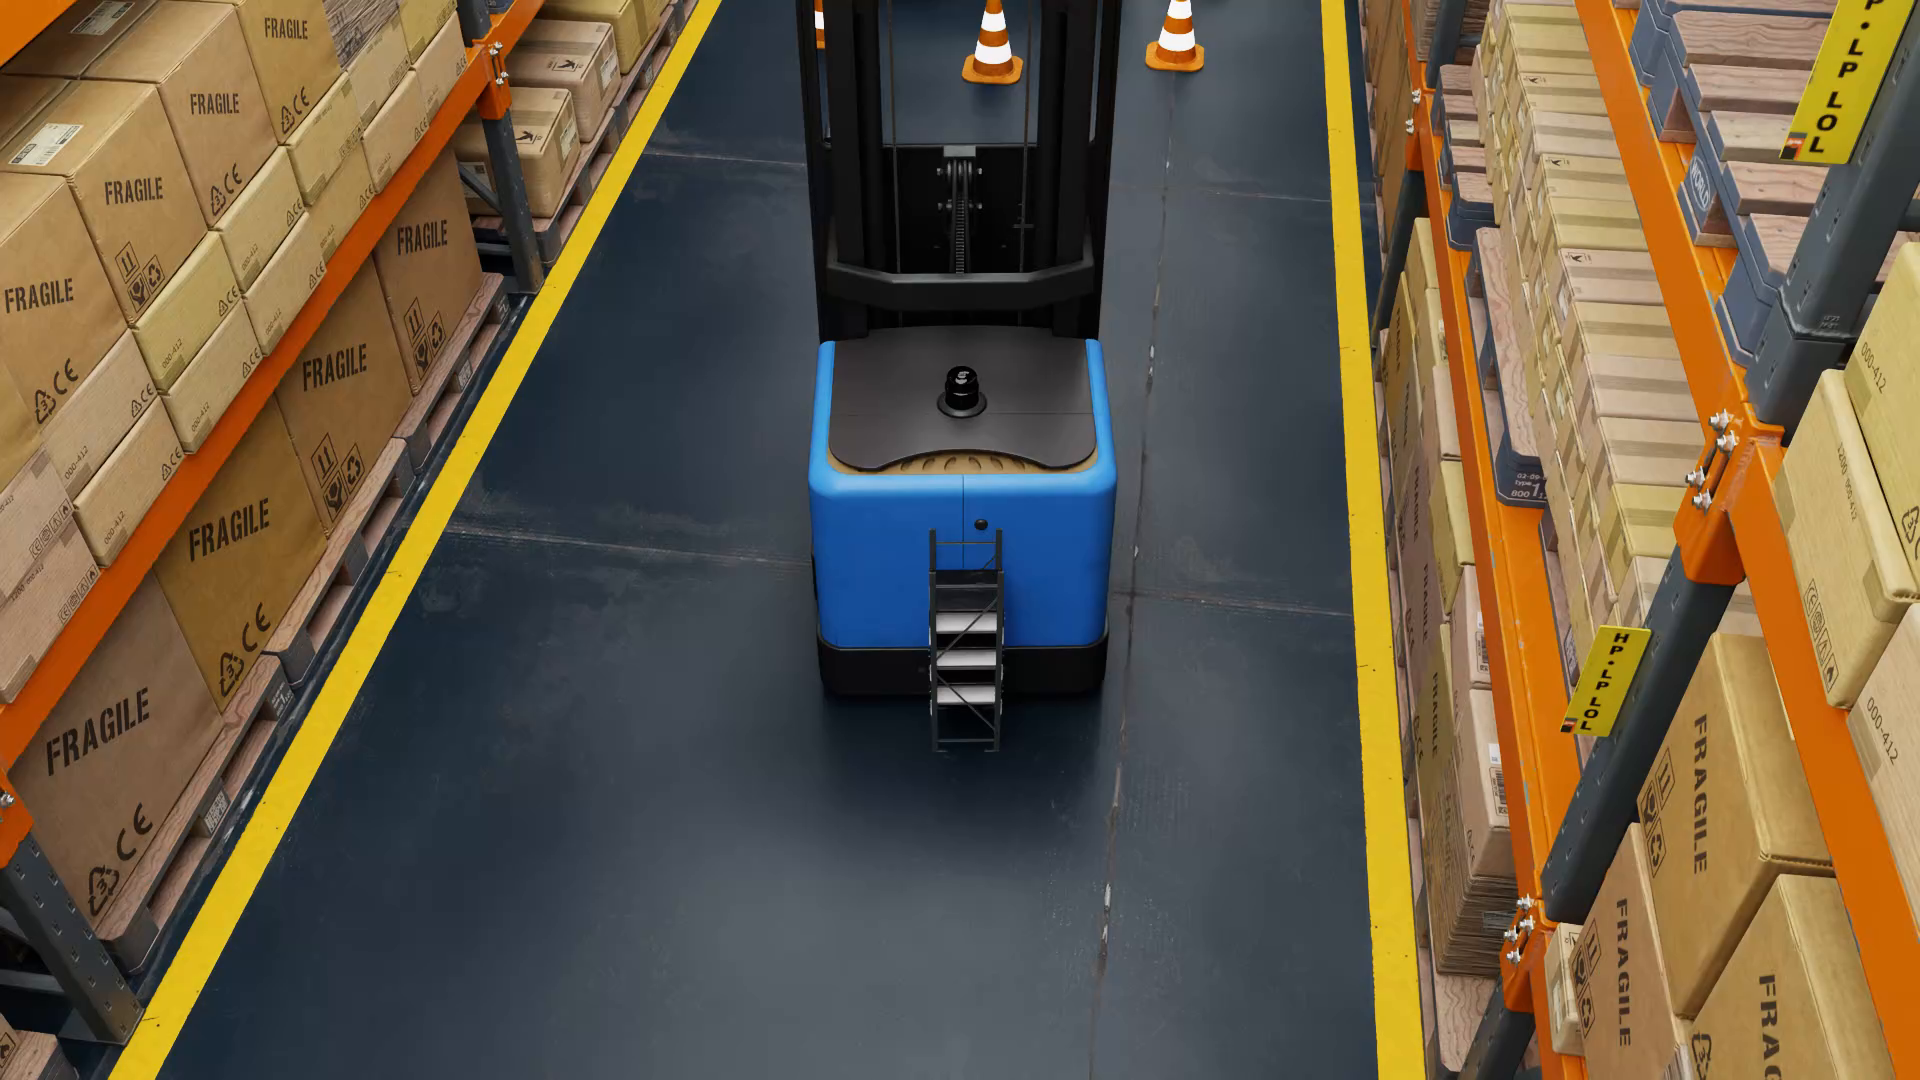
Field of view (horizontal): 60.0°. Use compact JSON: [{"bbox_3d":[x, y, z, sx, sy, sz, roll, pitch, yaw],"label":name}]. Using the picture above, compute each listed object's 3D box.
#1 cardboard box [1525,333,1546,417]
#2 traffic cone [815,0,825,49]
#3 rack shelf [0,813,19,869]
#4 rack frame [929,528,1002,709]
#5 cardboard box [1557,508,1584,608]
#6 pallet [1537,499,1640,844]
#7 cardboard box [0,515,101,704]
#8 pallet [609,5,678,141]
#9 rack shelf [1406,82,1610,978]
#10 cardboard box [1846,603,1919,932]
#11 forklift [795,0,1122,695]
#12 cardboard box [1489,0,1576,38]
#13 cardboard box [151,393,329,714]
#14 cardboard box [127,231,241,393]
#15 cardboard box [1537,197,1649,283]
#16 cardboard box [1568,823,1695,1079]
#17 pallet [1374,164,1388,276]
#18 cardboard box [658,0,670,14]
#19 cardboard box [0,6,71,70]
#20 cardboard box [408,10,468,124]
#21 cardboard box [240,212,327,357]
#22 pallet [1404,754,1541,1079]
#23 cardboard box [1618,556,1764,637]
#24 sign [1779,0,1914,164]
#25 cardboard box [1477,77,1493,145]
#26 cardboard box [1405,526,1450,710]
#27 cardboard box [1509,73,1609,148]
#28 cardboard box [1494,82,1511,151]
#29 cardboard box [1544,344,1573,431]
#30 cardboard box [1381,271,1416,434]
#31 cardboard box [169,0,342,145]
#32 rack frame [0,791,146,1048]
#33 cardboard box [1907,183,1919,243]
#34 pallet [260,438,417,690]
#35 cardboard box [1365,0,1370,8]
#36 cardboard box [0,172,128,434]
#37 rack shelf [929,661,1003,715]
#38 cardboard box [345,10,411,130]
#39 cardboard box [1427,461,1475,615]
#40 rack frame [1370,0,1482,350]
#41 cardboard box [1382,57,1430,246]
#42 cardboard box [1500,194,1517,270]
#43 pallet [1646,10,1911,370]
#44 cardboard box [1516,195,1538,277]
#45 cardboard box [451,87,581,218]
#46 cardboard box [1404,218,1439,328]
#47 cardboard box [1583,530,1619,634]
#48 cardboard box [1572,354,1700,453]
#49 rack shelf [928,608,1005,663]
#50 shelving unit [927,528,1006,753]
[{"bbox_3d":[1.899,-0.476,4.949,0.380,0.149,0.250,7,44,7],"label":"cardboard box"},{"bbox_3d":[-0.765,-3.178,9.770,0.336,0.463,0.334,5,44,6],"label":"traffic cone"},{"bbox_3d":[-3.311,2.005,2.974,1.077,0.370,4.000,5,44,6],"label":"rack shelf"},{"bbox_3d":[0.019,0.291,5.788,0.240,0.900,0.006,-1,43,-1],"label":"rack frame"},{"bbox_3d":[1.799,0.065,4.377,0.380,0.149,0.250,5,44,5],"label":"cardboard box"},{"bbox_3d":[2.119,0.324,4.366,1.003,0.211,1.213,5,44,6],"label":"pallet"},{"bbox_3d":[-2.726,0.159,4.509,0.500,0.250,0.500,4,44,5],"label":"cardboard box"},{"bbox_3d":[-2.249,-2.694,9.442,1.003,0.211,1.213,5,44,6],"label":"pallet"},{"bbox_3d":[2.138,-0.340,5.451,1.077,0.370,4.000,5,44,6],"label":"rack shelf"},{"bbox_3d":[1.494,0.361,2.115,0.500,0.250,0.500,5,44,5],"label":"cardboard box"},{"bbox_3d":[-0.008,-1.493,6.195,1.130,2.935,3.031,-1,43,-1],"label":"forklift"},{"bbox_3d":[2.149,-1.941,6.063,0.380,0.149,0.250,5,44,6],"label":"cardboard box"},{"bbox_3d":[-2.932,-0.047,5.857,0.875,0.875,0.875,6,44,7],"label":"cardboard box"},{"bbox_3d":[-2.574,-0.720,5.074,0.500,0.250,0.500,6,44,6],"label":"cardboard box"},{"bbox_3d":[1.941,-0.879,4.941,0.380,0.149,0.250,5,44,5],"label":"cardboard box"},{"bbox_3d":[1.559,0.932,3.295,0.500,0.500,0.500,5,44,5],"label":"cardboard box"},{"bbox_3d":[2.582,-1.482,8.162,1.003,0.211,1.213,5,44,6],"label":"pallet"},{"bbox_3d":[-2.147,-3.422,9.788,0.950,0.372,0.625,8,44,8],"label":"cardboard box"},{"bbox_3d":[-3.035,-1.397,5.244,0.500,0.500,0.500,6,44,6],"label":"cardboard box"},{"bbox_3d":[-2.327,-1.923,6.708,0.500,0.250,0.500,4,44,4],"label":"cardboard box"},{"bbox_3d":[-2.501,-0.881,5.608,0.500,0.250,0.500,5,44,5],"label":"cardboard box"},{"bbox_3d":[1.975,1.243,5.283,1.003,0.211,1.213,5,44,6],"label":"pallet"},{"bbox_3d":[1.733,0.193,3.809,0.380,0.149,0.250,7,44,7],"label":"cardboard box"},{"bbox_3d":[1.323,-0.706,2.470,0.100,0.325,0.005,5,44,6],"label":"sign"},{"bbox_3d":[2.108,-1.556,6.089,0.380,0.149,0.250,7,44,8],"label":"cardboard box"},{"bbox_3d":[1.862,0.291,5.774,0.500,0.500,0.500,4,44,5],"label":"cardboard box"},{"bbox_3d":[2.044,-1.414,5.506,0.380,0.149,0.250,4,44,4],"label":"cardboard box"},{"bbox_3d":[2.074,-1.455,5.766,0.380,0.149,0.250,4,44,4],"label":"cardboard box"},{"bbox_3d":[1.868,-0.409,4.661,0.380,0.149,0.250,3,44,3],"label":"cardboard box"},{"bbox_3d":[2.056,-0.750,6.873,0.500,0.500,0.500,4,44,4],"label":"cardboard box"},{"bbox_3d":[-2.458,-1.680,5.543,0.500,0.500,0.500,5,44,6],"label":"cardboard box"},{"bbox_3d":[-3.046,0.381,4.166,1.000,3.000,0.127,5,44,6],"label":"rack frame"},{"bbox_3d":[2.033,-0.765,2.816,0.700,0.500,0.500,5,44,6],"label":"cardboard box"},{"bbox_3d":[-2.860,0.027,6.568,1.003,0.211,1.213,5,44,6],"label":"pallet"},{"bbox_3d":[2.939,-3.595,9.696,1.050,0.750,0.750,5,44,5],"label":"cardboard box"},{"bbox_3d":[-2.663,-0.642,4.446,0.500,0.500,0.500,5,44,5],"label":"cardboard box"},{"bbox_3d":[0.020,0.516,5.861,0.258,0.077,0.200,-1,43,-1],"label":"rack shelf"},{"bbox_3d":[-2.394,-1.770,6.183,0.500,0.250,0.500,4,44,4],"label":"cardboard box"},{"bbox_3d":[1.859,0.003,5.532,0.500,0.250,0.500,3,44,4],"label":"cardboard box"},{"bbox_3d":[2.403,-1.964,6.643,1.000,3.000,0.127,5,44,6],"label":"rack frame"},{"bbox_3d":[2.572,-1.707,7.702,1.050,0.750,0.750,5,44,5],"label":"cardboard box"},{"bbox_3d":[2.006,-1.007,5.509,0.380,0.149,0.250,7,44,7],"label":"cardboard box"},{"bbox_3d":[2.061,-0.670,3.231,1.213,0.211,1.003,5,44,6],"label":"pallet"},{"bbox_3d":[1.971,-0.945,5.227,0.380,0.149,0.250,5,44,5],"label":"cardboard box"},{"bbox_3d":[-2.433,-1.928,8.210,0.950,0.372,0.625,3,43,3],"label":"cardboard box"},{"bbox_3d":[2.072,-1.034,6.627,0.500,0.250,0.500,3,44,4],"label":"cardboard box"},{"bbox_3d":[1.764,0.124,4.099,0.380,0.149,0.250,6,44,6],"label":"cardboard box"},{"bbox_3d":[1.839,-0.345,4.377,0.380,0.149,0.250,5,44,5],"label":"cardboard box"},{"bbox_3d":[0.020,0.320,5.676,0.258,0.077,0.200,-1,43,-1],"label":"rack shelf"},{"bbox_3d":[0.020,0.361,5.715,0.258,0.900,0.210,-1,43,-1],"label":"shelving unit"}]
